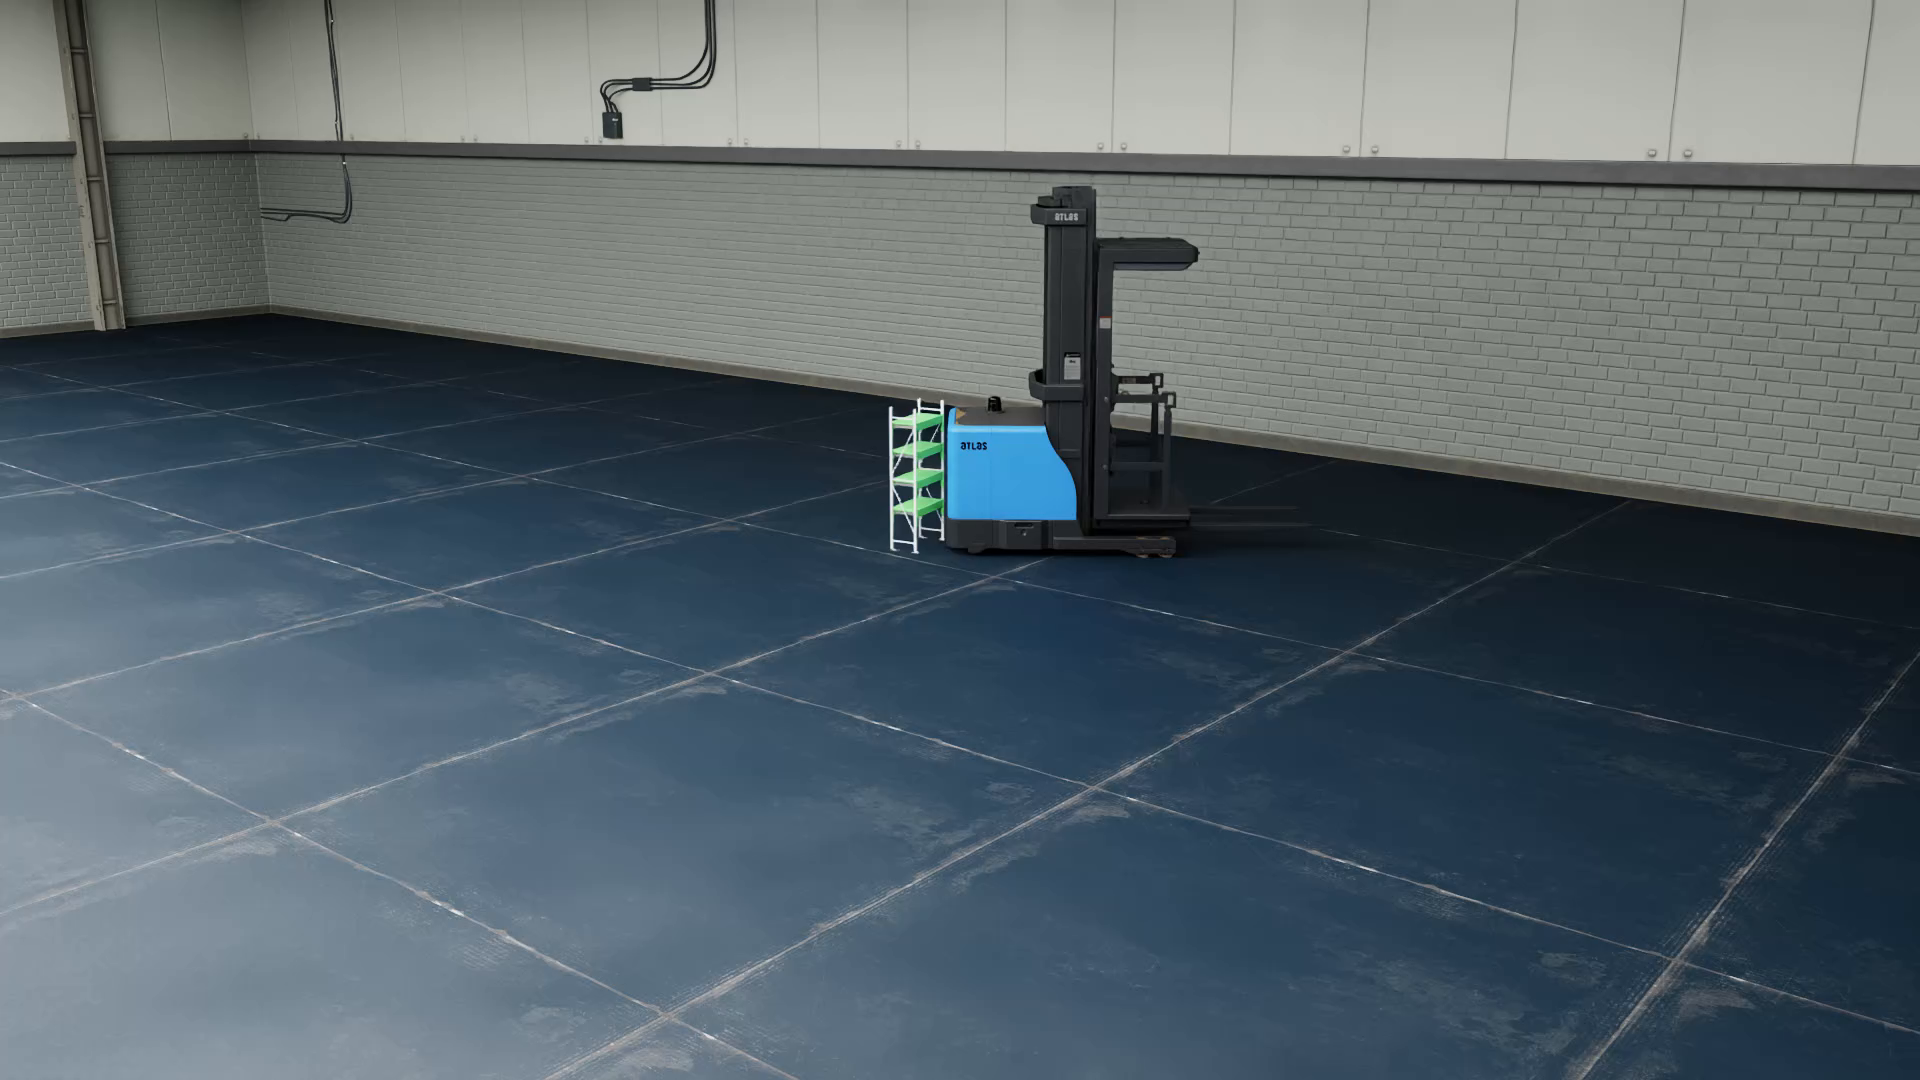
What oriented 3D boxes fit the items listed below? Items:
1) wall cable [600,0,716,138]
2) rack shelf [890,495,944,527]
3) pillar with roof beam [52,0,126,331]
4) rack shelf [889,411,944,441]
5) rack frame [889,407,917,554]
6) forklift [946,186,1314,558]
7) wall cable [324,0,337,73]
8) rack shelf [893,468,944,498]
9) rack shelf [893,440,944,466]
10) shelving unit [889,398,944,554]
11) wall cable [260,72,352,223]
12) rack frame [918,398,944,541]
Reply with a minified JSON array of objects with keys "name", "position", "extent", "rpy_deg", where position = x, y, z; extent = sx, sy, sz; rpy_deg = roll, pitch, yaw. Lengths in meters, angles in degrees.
[{"name":"wall cable","position":[-4.178,-8.484,22.335],"extent":[2.305,6.003,0.169],"rpy_deg":[11,18,38]},{"name":"rack shelf","position":[-0.353,-0.243,13.878],"extent":[0.258,0.148,0.480],"rpy_deg":[7,16,26]},{"name":"pillar with roof beam","position":[-11.083,-7.282,24.511],"extent":[9.100,9.000,0.400],"rpy_deg":[11,18,38]},{"name":"rack shelf","position":[-0.353,-0.941,13.700],"extent":[0.258,0.148,0.480],"rpy_deg":[7,16,26]},{"name":"rack frame","position":[-0.463,-0.484,13.591],"extent":[0.240,1.200,0.015],"rpy_deg":[7,16,26]},{"name":"forklift","position":[1.405,-1.407,13.710],"extent":[3.031,2.935,1.130],"rpy_deg":[0,14,1]},{"name":"wall cable","position":[-9.447,-8.832,26.662],"extent":[3.097,2.526,0.112],"rpy_deg":[11,18,38]},{"name":"rack shelf","position":[-0.353,-0.476,13.819],"extent":[0.258,0.148,0.480],"rpy_deg":[7,16,26]},{"name":"rack shelf","position":[-0.353,-0.708,13.759],"extent":[0.258,0.148,0.480],"rpy_deg":[7,16,26]},{"name":"shelving unit","position":[-0.353,-0.538,13.803],"extent":[0.258,1.200,0.503],"rpy_deg":[7,16,26]},{"name":"wall cable","position":[-11.552,-6.803,28.931],"extent":[3.097,2.526,0.112],"rpy_deg":[11,18,38]},{"name":"rack frame","position":[-0.244,-0.591,14.014],"extent":[0.240,1.200,0.015],"rpy_deg":[7,16,26]}]
